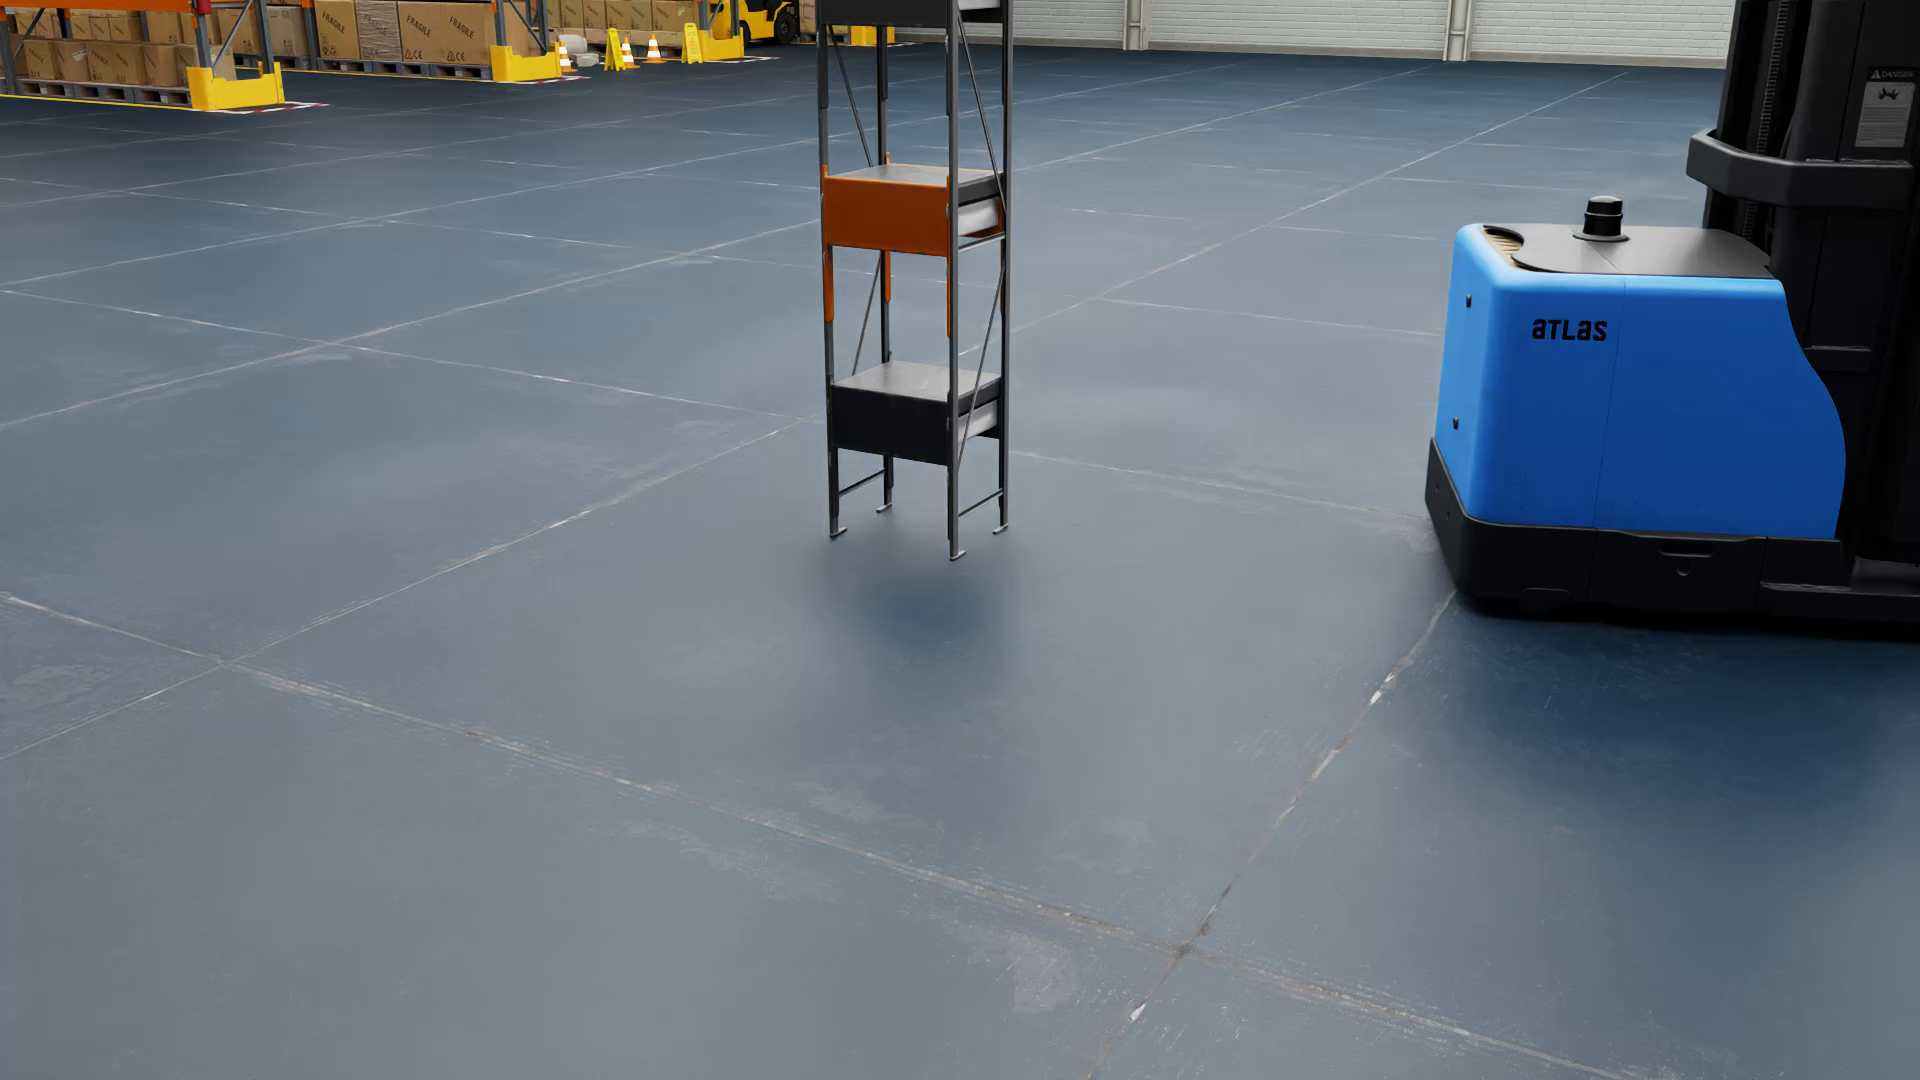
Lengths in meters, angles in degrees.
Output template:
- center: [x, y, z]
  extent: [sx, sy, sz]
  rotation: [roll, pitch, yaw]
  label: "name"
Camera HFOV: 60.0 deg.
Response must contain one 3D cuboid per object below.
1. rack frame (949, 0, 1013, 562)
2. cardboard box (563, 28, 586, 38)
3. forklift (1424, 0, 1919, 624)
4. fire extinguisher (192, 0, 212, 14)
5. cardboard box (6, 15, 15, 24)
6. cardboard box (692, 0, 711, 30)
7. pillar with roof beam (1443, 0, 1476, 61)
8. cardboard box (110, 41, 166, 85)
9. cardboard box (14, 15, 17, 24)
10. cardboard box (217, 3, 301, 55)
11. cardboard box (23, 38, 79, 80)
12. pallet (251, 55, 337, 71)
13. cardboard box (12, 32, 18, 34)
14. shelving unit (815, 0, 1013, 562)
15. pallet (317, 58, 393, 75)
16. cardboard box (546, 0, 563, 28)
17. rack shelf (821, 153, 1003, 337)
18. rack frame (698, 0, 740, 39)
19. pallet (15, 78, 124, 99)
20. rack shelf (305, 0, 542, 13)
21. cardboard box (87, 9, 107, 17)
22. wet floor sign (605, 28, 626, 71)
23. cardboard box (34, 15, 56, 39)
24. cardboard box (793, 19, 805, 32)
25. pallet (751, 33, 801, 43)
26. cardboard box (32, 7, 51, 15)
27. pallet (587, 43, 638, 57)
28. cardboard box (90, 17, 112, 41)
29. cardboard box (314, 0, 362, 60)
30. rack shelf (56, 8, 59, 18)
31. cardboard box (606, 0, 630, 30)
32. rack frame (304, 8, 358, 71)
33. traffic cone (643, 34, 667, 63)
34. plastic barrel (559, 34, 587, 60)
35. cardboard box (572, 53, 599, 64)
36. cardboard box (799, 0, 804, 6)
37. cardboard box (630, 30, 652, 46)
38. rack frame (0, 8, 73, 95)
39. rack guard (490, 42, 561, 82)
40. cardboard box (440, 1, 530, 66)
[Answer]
- center: [0.069, -0.974, 5.471]
  extent: [0.015, 2.100, 0.400]
  rotation: [11, 23, 27]
  label: "rack frame"
- center: [-6.806, -9.119, 30.023]
  extent: [0.500, 0.250, 0.500]
  rotation: [12, 23, 30]
  label: "cardboard box"
- center: [3.128, -1.237, 4.977]
  extent: [3.031, 2.935, 1.130]
  rotation: [3, 20, 8]
  label: "forklift"
- center: [-9.127, -6.671, 19.969]
  extent: [0.183, 0.674, 0.296]
  rotation: [11, 23, 27]
  label: "fire extinguisher"
- center: [-17.409, -9.437, 30.175]
  extent: [0.250, 0.149, 0.380]
  rotation: [12, 23, 29]
  label: "cardboard box"
- center: [-4.759, -9.291, 29.396]
  extent: [0.500, 0.500, 0.500]
  rotation: [10, 22, 26]
  label: "cardboard box"
- center: [6.457, -11.219, 23.596]
  extent: [0.400, 9.000, 9.100]
  rotation: [11, 23, 27]
  label: "pillar with roof beam"
- center: [-10.615, -6.193, 21.590]
  extent: [0.500, 0.500, 0.500]
  rotation: [13, 24, 32]
  label: "cardboard box"
- center: [-17.171, -9.574, 30.553]
  extent: [0.250, 0.149, 0.380]
  rotation: [12, 23, 29]
  label: "cardboard box"
- center: [-11.413, -8.366, 27.213]
  extent: [0.750, 0.750, 1.050]
  rotation: [11, 23, 27]
  label: "cardboard box"
- center: [-12.164, -6.472, 22.359]
  extent: [0.500, 0.500, 0.500]
  rotation: [10, 22, 26]
  label: "cardboard box"
- center: [-10.697, -7.783, 27.012]
  extent: [1.213, 0.211, 1.003]
  rotation: [11, 23, 27]
  label: "pallet"
- center: [-17.365, -9.376, 30.879]
  extent: [0.250, 0.149, 0.380]
  rotation: [12, 23, 29]
  label: "cardboard box"
- center: [-0.145, -1.015, 5.583]
  extent: [0.503, 2.100, 0.431]
  rotation: [11, 23, 27]
  label: "shelving unit"
- center: [-9.361, -7.527, 26.307]
  extent: [1.213, 0.211, 1.003]
  rotation: [11, 23, 27]
  label: "pallet"
- center: [-7.278, -9.557, 30.131]
  extent: [0.500, 0.500, 0.500]
  rotation: [12, 23, 30]
  label: "cardboard box"
- center: [-0.145, -1.002, 5.588]
  extent: [0.480, 0.518, 0.431]
  rotation: [11, 23, 27]
  label: "rack shelf"
- center: [-4.169, -9.813, 28.519]
  extent: [0.127, 3.000, 1.000]
  rotation: [11, 23, 27]
  label: "rack frame"
- center: [-11.891, -6.116, 22.417]
  extent: [1.213, 0.211, 1.003]
  rotation: [11, 23, 27]
  label: "pallet"
- center: [-8.241, -8.317, 25.450]
  extent: [4.000, 0.370, 1.077]
  rotation: [11, 23, 27]
  label: "rack shelf"
- center: [-14.650, -9.145, 28.626]
  extent: [0.500, 0.250, 0.500]
  rotation: [11, 23, 28]
  label: "cardboard box"
- center: [-5.504, -7.801, 26.424]
  extent: [0.232, 0.644, 0.267]
  rotation: [7, 21, 18]
  label: "wet floor sign"
- center: [-15.993, -9.052, 29.469]
  extent: [0.500, 0.500, 0.500]
  rotation: [12, 23, 30]
  label: "cardboard box"
- center: [-3.178, -10.352, 33.421]
  extent: [0.500, 0.250, 0.500]
  rotation: [11, 23, 28]
  label: "cardboard box"
- center: [-3.501, -10.299, 33.947]
  extent: [1.213, 0.211, 1.003]
  rotation: [11, 23, 27]
  label: "pallet"
- center: [-15.989, -9.404, 29.341]
  extent: [0.500, 0.250, 0.500]
  rotation: [11, 23, 29]
  label: "cardboard box"
- center: [-5.988, -8.864, 29.992]
  extent: [1.213, 0.211, 1.003]
  rotation: [11, 23, 27]
  label: "pallet"
- center: [-14.633, -8.795, 28.761]
  extent: [0.500, 0.500, 0.500]
  rotation: [12, 23, 29]
  label: "cardboard box"
- center: [-9.472, -8.061, 26.189]
  extent: [0.875, 0.875, 0.875]
  rotation: [11, 23, 28]
  label: "cardboard box"
- center: [-14.240, -7.523, 23.260]
  extent: [4.000, 0.370, 1.077]
  rotation: [11, 23, 27]
  label: "rack shelf"
- center: [-5.890, -9.298, 29.416]
  extent: [0.500, 0.500, 0.500]
  rotation: [10, 22, 26]
  label: "cardboard box"
- center: [-9.987, -8.988, 26.244]
  extent: [0.127, 3.000, 1.000]
  rotation: [11, 23, 27]
  label: "rack frame"
- center: [-5.174, -8.308, 28.090]
  extent: [0.334, 0.463, 0.336]
  rotation: [11, 23, 27]
  label: "traffic cone"
- center: [-6.711, -8.495, 28.663]
  extent: [0.512, 0.421, 0.421]
  rotation: [-7, 21, -20]
  label: "plastic barrel"
- center: [-6.298, -8.090, 27.948]
  extent: [0.380, 0.149, 0.250]
  rotation: [-11, 23, -29]
  label: "cardboard box"
- center: [-3.200, -10.814, 33.229]
  extent: [0.500, 0.250, 0.500]
  rotation: [11, 23, 28]
  label: "cardboard box"
- center: [-5.454, -8.861, 29.310]
  extent: [0.500, 0.250, 0.500]
  rotation: [11, 23, 27]
  label: "cardboard box"
- center: [-12.494, -7.528, 22.220]
  extent: [0.127, 3.000, 1.000]
  rotation: [11, 23, 27]
  label: "rack frame"
- center: [-6.474, -7.144, 24.826]
  extent: [0.348, 0.500, 1.175]
  rotation: [11, 23, 27]
  label: "rack guard"
- center: [-7.119, -7.615, 24.958]
  extent: [0.875, 0.875, 0.875]
  rotation: [11, 23, 28]
  label: "cardboard box"
